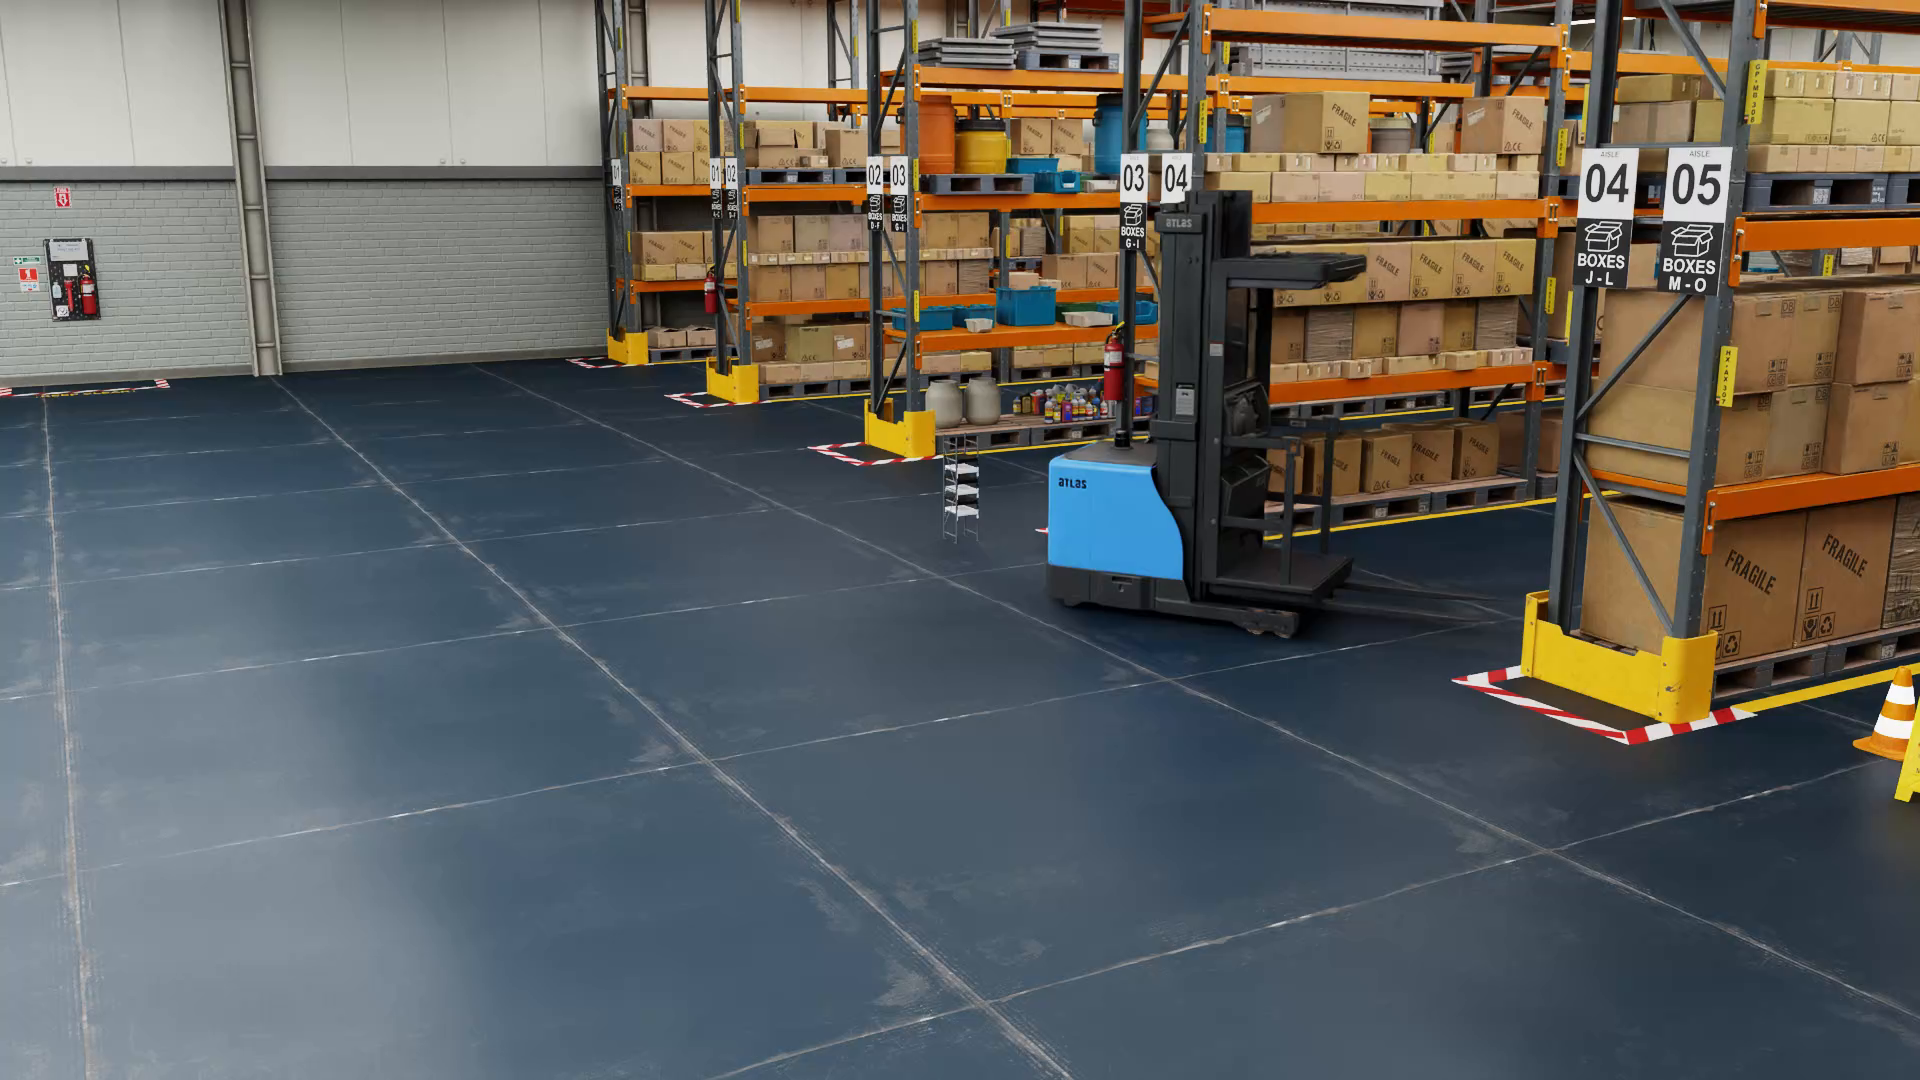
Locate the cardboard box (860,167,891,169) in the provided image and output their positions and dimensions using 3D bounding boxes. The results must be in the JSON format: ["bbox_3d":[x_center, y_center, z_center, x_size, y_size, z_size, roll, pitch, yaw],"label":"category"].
[{"bbox_3d":[-1.440,-6.553,28.380,0.500,0.500,0.500,-5,13,-20],"label":"cardboard box"}]

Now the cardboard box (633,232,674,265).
[{"bbox_3d":[-4.906,-4.668,26.608,0.500,0.500,0.500,-7,14,-28],"label":"cardboard box"}]

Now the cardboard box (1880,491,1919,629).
[{"bbox_3d":[6.075,0.016,11.089,0.875,0.875,0.875,-7,14,-27],"label":"cardboard box"}]

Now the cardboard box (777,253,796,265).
[{"bbox_3d":[-2.414,-3.812,22.512,0.250,0.149,0.380,-7,15,-29],"label":"cardboard box"}]

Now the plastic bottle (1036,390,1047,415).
[{"bbox_3d":[0.966,-1.632,19.714,0.133,0.283,0.061,-7,14,-28],"label":"plastic bottle"}]

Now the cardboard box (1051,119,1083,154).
[{"bbox_3d":[1.468,-5.922,24.439,0.500,0.500,0.500,-5,14,-22],"label":"cardboard box"}]

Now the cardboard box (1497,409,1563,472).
[{"bbox_3d":[5.711,-0.986,16.350,0.500,0.500,0.700,-8,15,-32],"label":"cardboard box"}]

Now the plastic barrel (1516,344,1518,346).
[{"bbox_3d":[7.712,-2.508,22.956,0.708,0.588,0.600,-7,14,-28],"label":"plastic barrel"}]

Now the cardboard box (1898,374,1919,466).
[{"bbox_3d":[5.712,-0.825,10.600,0.500,0.550,0.875,-7,14,-28],"label":"cardboard box"}]

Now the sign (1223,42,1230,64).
[{"bbox_3d":[3.043,-5.603,18.984,0.005,0.325,0.100,-7,14,-28],"label":"sign"}]

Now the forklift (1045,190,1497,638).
[{"bbox_3d":[2.168,-0.905,11.457,3.031,2.935,1.130,6,14,26],"label":"forklift"}]

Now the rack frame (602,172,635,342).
[{"bbox_3d":[-5.469,-4.373,26.710,0.127,3.000,1.000,-7,14,-28],"label":"rack frame"}]

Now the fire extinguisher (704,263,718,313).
[{"bbox_3d":[-3.418,-3.458,22.821,0.183,0.674,0.296,-7,14,-28],"label":"fire extinguisher"}]

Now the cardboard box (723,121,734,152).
[{"bbox_3d":[-3.854,-6.637,27.388,0.500,0.500,0.500,-7,14,-28],"label":"cardboard box"}]

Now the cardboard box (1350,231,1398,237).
[{"bbox_3d":[6.918,-4.928,27.992,0.700,0.500,0.500,11,17,41],"label":"cardboard box"}]

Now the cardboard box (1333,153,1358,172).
[{"bbox_3d":[3.162,-3.209,14.138,0.250,0.149,0.380,-8,15,-30],"label":"cardboard box"}]

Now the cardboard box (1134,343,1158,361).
[{"bbox_3d":[2.691,-2.915,25.534,0.500,0.250,0.500,-6,14,-27],"label":"cardboard box"}]

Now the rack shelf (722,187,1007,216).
[{"bbox_3d":[-1.337,-4.742,23.154,4.000,0.370,1.077,-7,14,-28],"label":"rack shelf"}]

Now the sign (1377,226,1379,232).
[{"bbox_3d":[7.174,-5.208,28.445,0.005,0.325,0.100,-7,14,-28],"label":"sign"}]

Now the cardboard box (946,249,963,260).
[{"bbox_3d":[-0.164,-4.082,23.708,0.250,0.149,0.380,-7,15,-30],"label":"cardboard box"}]

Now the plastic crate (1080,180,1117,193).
[{"bbox_3d":[1.574,-3.973,18.699,0.396,0.136,0.243,-7,14,-28],"label":"plastic crate"}]

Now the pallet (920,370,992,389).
[{"bbox_3d":[-0.299,-2.404,24.310,1.213,0.211,1.003,-7,14,-28],"label":"pallet"}]

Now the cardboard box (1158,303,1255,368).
[{"bbox_3d":[2.147,-1.756,14.175,0.500,0.500,0.875,-7,14,-28],"label":"cardboard box"}]

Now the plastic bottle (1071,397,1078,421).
[{"bbox_3d":[1.319,-1.514,19.219,0.097,0.271,0.097,0,13,0],"label":"plastic bottle"}]

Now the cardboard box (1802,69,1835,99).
[{"bbox_3d":[4.605,-2.527,9.244,0.250,0.149,0.380,-7,14,-28],"label":"cardboard box"}]

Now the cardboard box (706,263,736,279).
[{"bbox_3d":[-3.990,-4.410,27.168,0.500,0.250,0.500,-7,15,-29],"label":"cardboard box"}]

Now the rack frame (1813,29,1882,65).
[{"bbox_3d":[13.322,-7.074,25.047,0.127,3.000,1.000,-7,14,-28],"label":"rack frame"}]

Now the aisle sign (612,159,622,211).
[{"bbox_3d":[-5.388,-5.576,26.134,0.004,0.787,0.394,-7,14,-28],"label":"aisle sign"}]

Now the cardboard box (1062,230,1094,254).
[{"bbox_3d":[2.102,-5.420,30.412,0.500,0.500,0.500,-6,14,-26],"label":"cardboard box"}]

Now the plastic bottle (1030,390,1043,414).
[{"bbox_3d":[0.914,-1.649,19.805,0.135,0.276,0.152,-7,14,-27],"label":"plastic bottle"}]

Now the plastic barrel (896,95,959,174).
[{"bbox_3d":[-0.356,-4.418,18.140,0.708,0.830,0.600,-7,14,-28],"label":"plastic barrel"}]

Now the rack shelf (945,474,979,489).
[{"bbox_3d":[0.007,-0.495,14.002,0.200,0.077,0.258,-7,14,-28],"label":"rack shelf"}]

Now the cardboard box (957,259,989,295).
[{"bbox_3d":[0.032,-3.841,24.116,0.500,0.500,0.700,-7,15,-29],"label":"cardboard box"}]

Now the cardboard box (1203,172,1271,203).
[{"bbox_3d":[2.198,-2.901,13.676,0.500,0.250,0.500,-6,14,-26],"label":"cardboard box"}]

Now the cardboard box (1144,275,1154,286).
[{"bbox_3d":[2.837,-3.993,25.593,0.250,0.149,0.380,-6,14,-24],"label":"cardboard box"}]

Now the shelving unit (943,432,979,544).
[{"bbox_3d":[0.007,-0.440,14.014,0.210,0.900,0.258,-7,14,-28],"label":"shelving unit"}]

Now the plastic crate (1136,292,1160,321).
[{"bbox_3d":[2.268,-2.824,19.967,0.504,0.338,0.767,-7,14,-28],"label":"plastic crate"}]

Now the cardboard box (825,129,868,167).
[{"bbox_3d":[-1.504,-5.326,22.610,0.500,0.500,0.500,-7,14,-28],"label":"cardboard box"}]

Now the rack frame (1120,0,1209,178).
[{"bbox_3d":[1.651,-4.436,13.326,0.127,3.000,1.000,-7,14,-28],"label":"rack frame"}]

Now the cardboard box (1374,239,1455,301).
[{"bbox_3d":[4.021,-2.406,14.788,0.500,0.500,0.500,-7,14,-28],"label":"cardboard box"}]

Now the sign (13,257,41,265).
[{"bbox_3d":[-13.249,-3.966,23.613,0.331,0.109,0.001,-7,14,-28],"label":"sign"}]

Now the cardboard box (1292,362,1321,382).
[{"bbox_3d":[2.903,-1.472,14.392,0.250,0.149,0.380,-7,14,-28],"label":"cardboard box"}]

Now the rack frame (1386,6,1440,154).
[{"bbox_3d":[7.441,-7.608,27.421,0.127,3.000,1.000,-7,14,-28],"label":"rack frame"}]

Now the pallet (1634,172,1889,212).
[{"bbox_3d":[4.585,-2.043,9.727,1.213,0.211,1.003,-7,14,-28],"label":"pallet"}]

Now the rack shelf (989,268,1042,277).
[{"bbox_3d":[-0.203,-4.654,29.594,4.000,0.370,1.077,-7,14,-28],"label":"rack shelf"}]

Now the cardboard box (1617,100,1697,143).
[{"bbox_3d":[4.235,-2.437,9.756,0.500,0.250,0.500,-7,14,-27],"label":"cardboard box"}]

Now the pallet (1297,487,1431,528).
[{"bbox_3d":[3.517,-0.363,15.243,1.213,0.211,1.003,-7,14,-28],"label":"pallet"}]

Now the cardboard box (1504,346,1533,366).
[{"bbox_3d":[5.114,-1.729,15.530,0.250,0.149,0.380,-7,14,-28],"label":"cardboard box"}]

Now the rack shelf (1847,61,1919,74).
[{"bbox_3d":[10.428,-4.942,18.124,4.000,0.370,1.077,-7,14,-28],"label":"rack shelf"}]

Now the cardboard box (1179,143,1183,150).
[{"bbox_3d":[3.781,-7.220,31.298,0.500,0.500,0.700,-7,15,-29],"label":"cardboard box"}]

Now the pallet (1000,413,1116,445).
[{"bbox_3d":[1.107,-1.333,19.550,1.213,0.211,1.003,-7,14,-28],"label":"pallet"}]

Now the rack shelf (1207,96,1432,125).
[{"bbox_3d":[5.685,-6.852,26.609,4.000,0.370,1.077,-7,14,-28],"label":"rack shelf"}]
